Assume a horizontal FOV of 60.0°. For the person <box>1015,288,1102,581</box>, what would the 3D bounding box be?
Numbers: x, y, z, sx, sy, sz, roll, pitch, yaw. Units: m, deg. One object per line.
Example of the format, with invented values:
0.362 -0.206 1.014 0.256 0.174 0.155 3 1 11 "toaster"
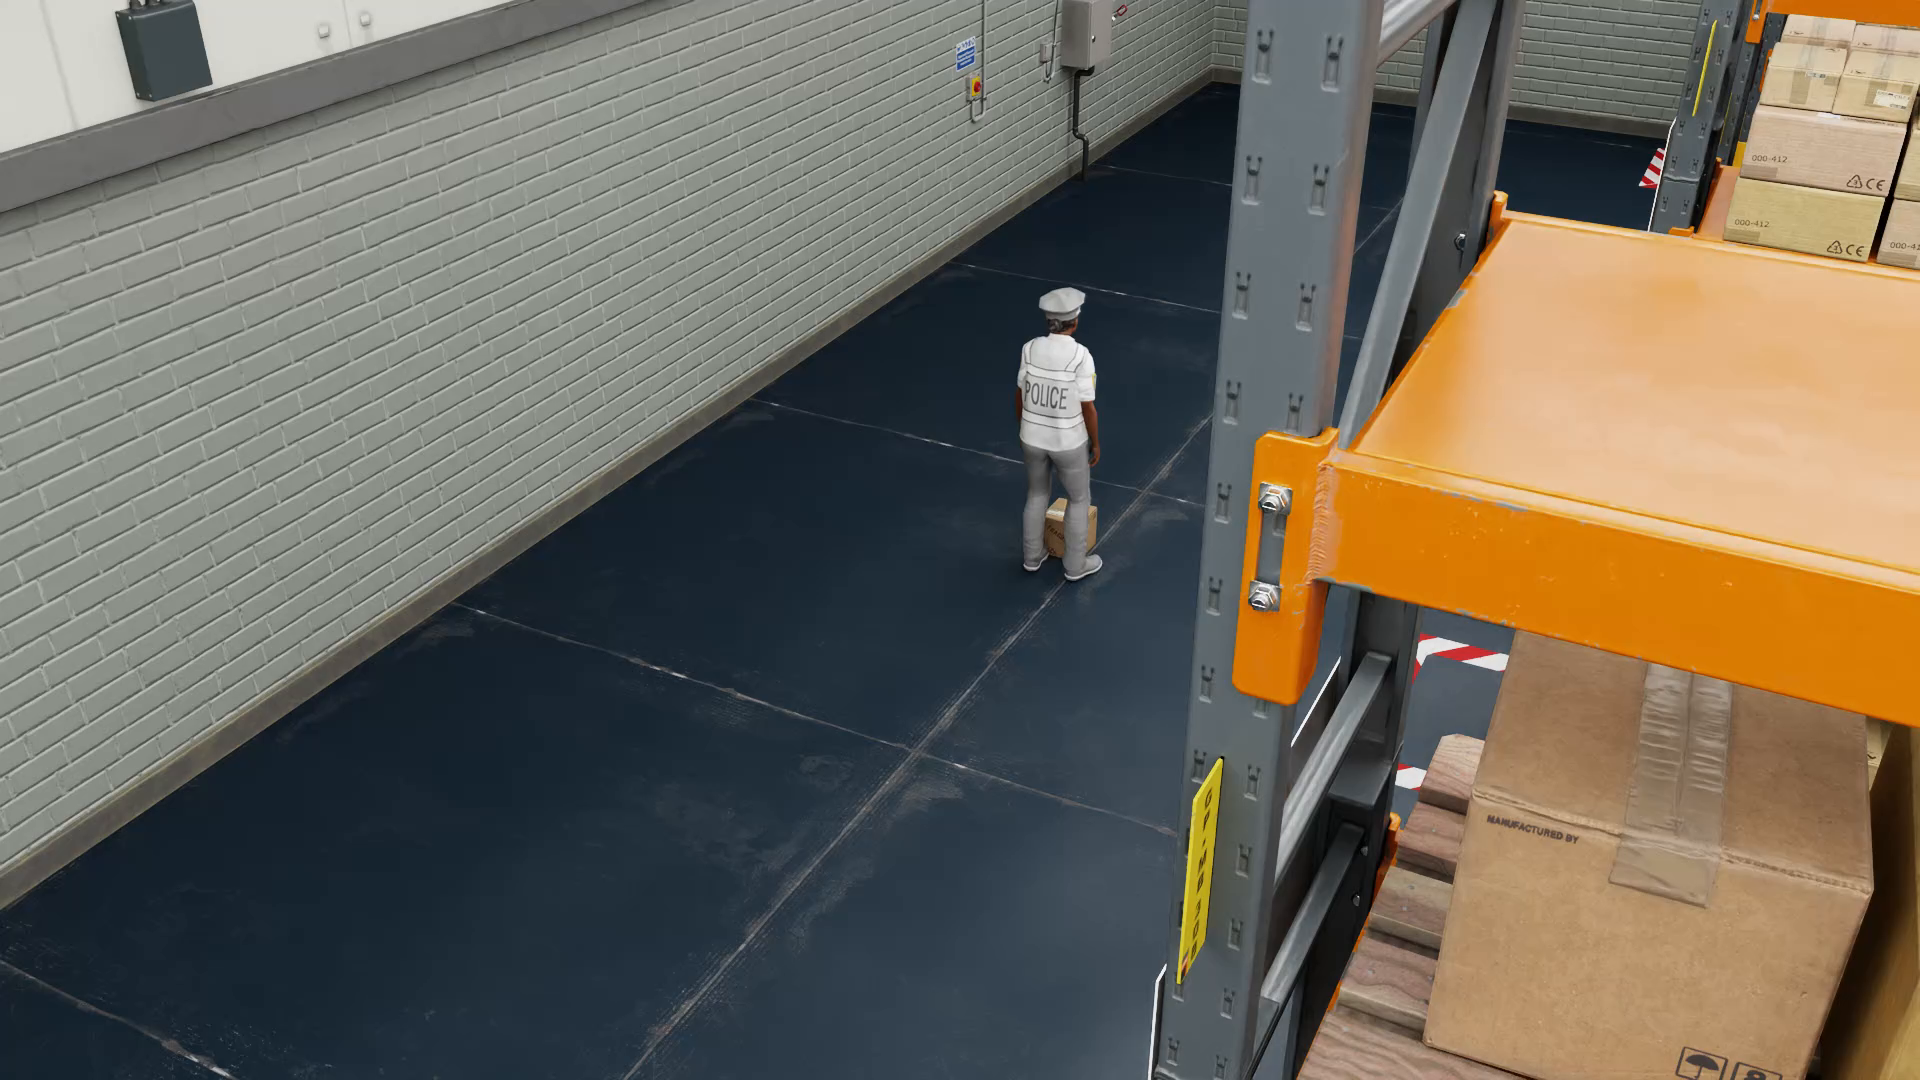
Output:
0.546 -0.561 9.246 0.506 1.660 0.393 15 33 23 "person"
